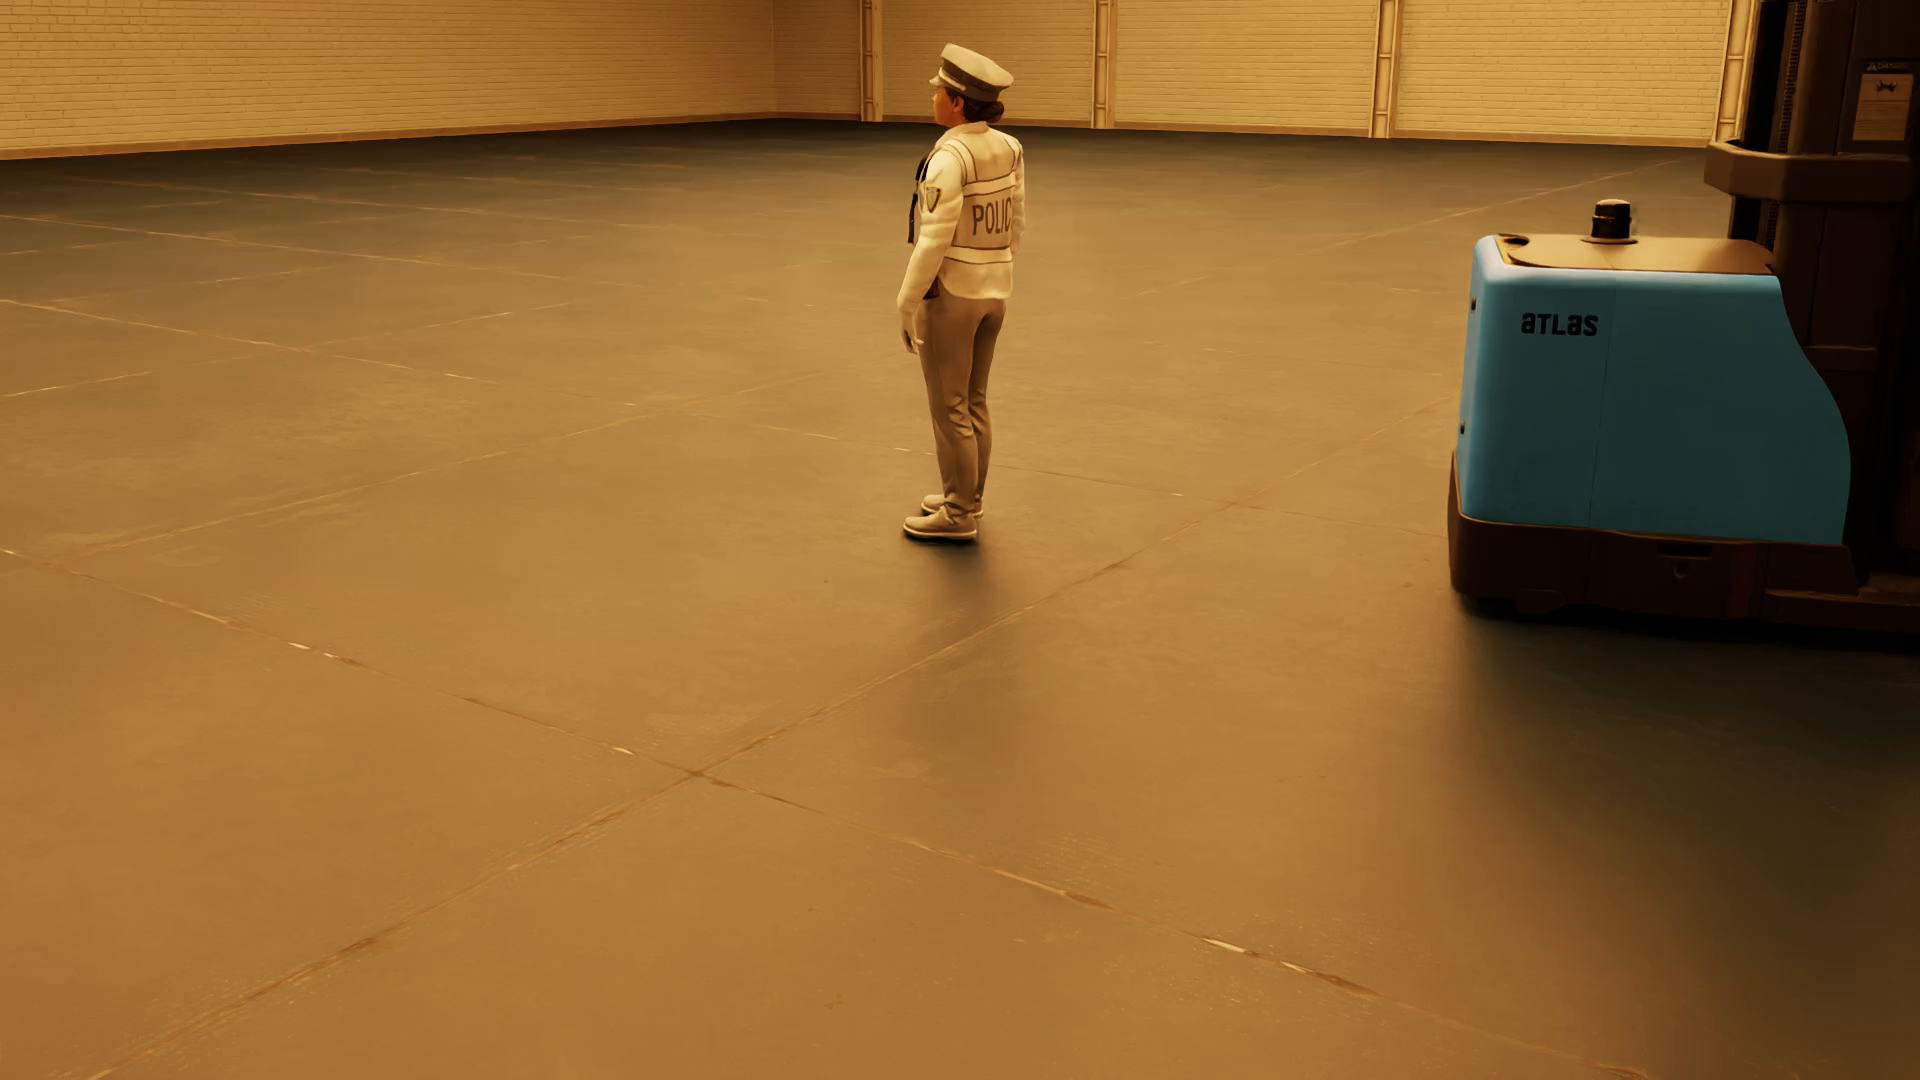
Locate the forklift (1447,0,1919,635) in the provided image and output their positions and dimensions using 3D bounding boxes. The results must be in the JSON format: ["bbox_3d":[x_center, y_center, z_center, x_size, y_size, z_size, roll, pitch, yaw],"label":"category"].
[{"bbox_3d":[3.116,-1.199,4.841,3.031,2.935,1.130,4,17,14],"label":"forklift"}]

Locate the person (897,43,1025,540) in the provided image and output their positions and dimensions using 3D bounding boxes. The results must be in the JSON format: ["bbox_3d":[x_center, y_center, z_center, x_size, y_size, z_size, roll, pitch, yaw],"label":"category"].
[{"bbox_3d":[-0.051,-0.831,5.745,0.533,1.696,0.588,11,20,33],"label":"person"}]
